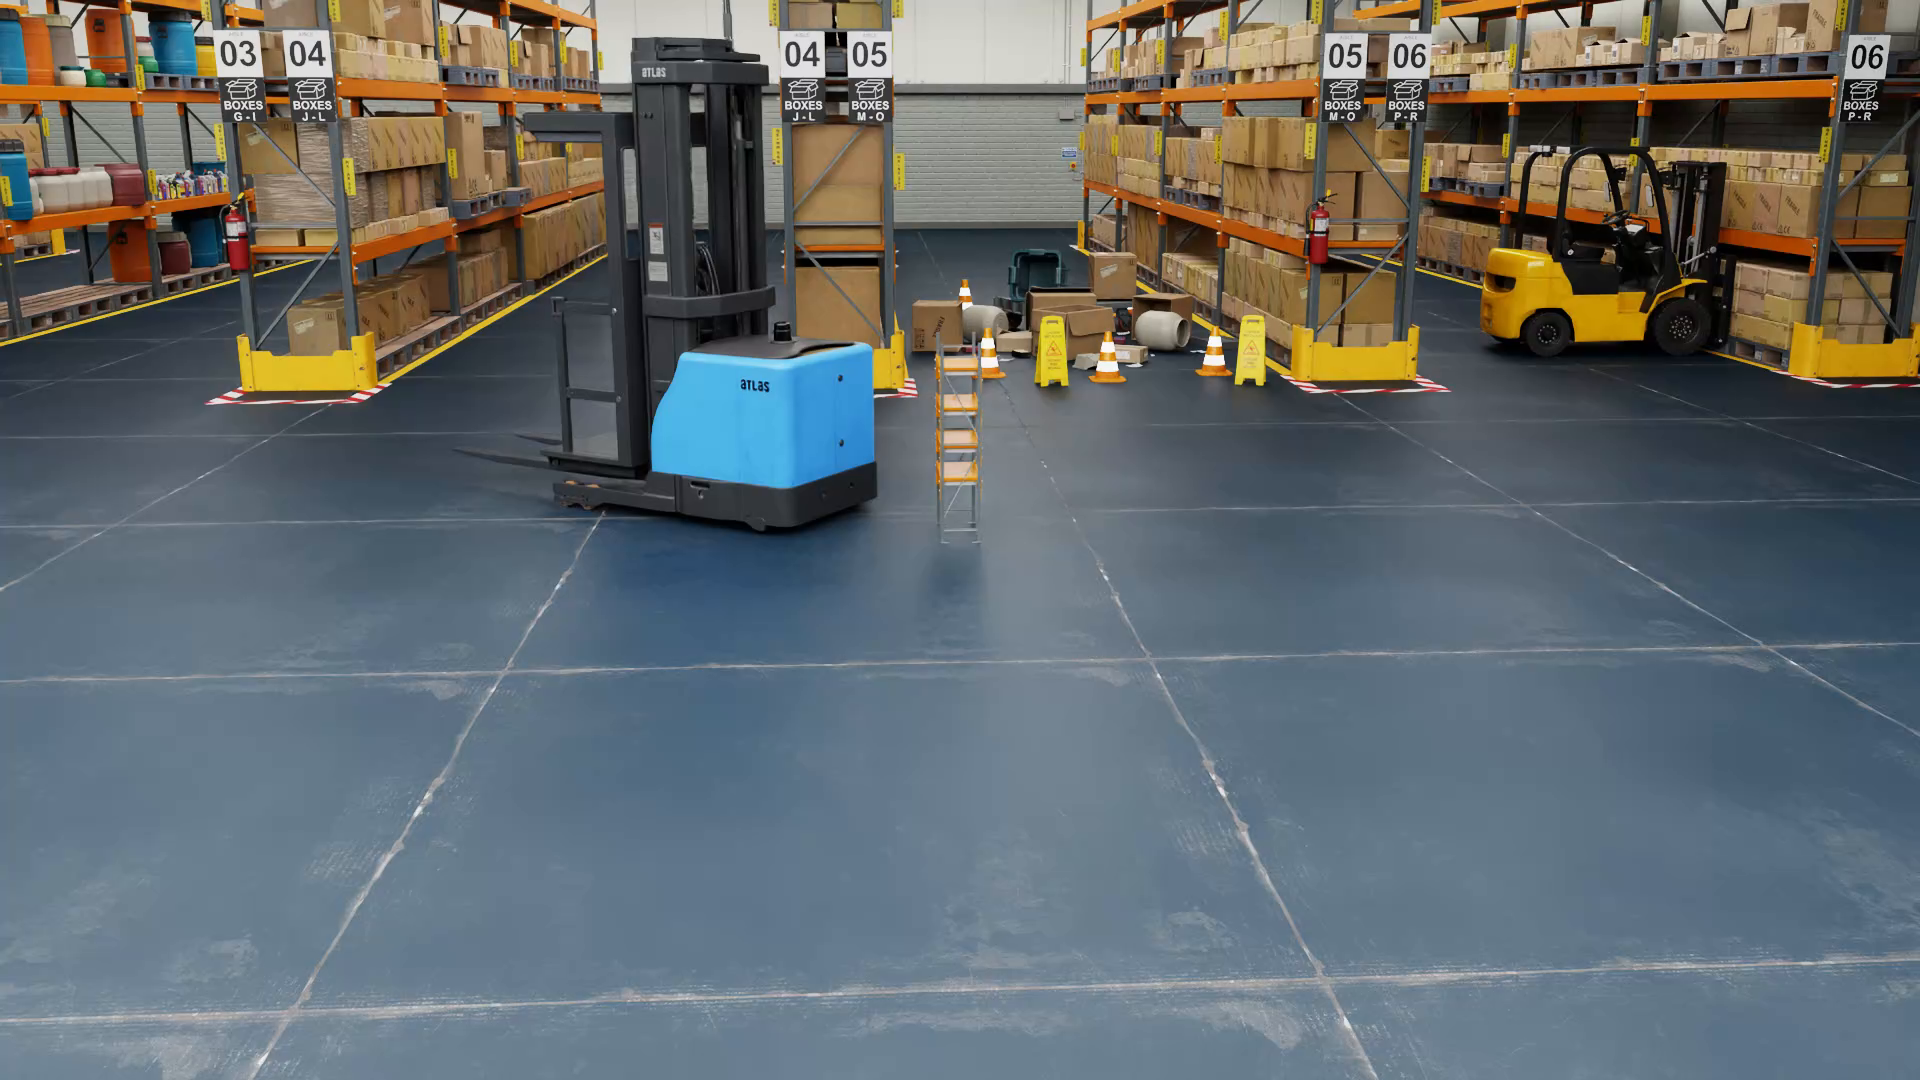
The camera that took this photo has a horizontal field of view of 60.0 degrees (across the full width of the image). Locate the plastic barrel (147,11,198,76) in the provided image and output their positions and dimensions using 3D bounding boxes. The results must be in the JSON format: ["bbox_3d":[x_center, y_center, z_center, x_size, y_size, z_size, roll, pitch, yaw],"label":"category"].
[{"bbox_3d":[-11.497,-7.242,24.285,0.600,0.901,0.708,-1,14,-3],"label":"plastic barrel"}]

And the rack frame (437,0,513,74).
[{"bbox_3d":[-6.564,-7.752,22.097,1.000,3.000,0.127,-1,14,-3],"label":"rack frame"}]

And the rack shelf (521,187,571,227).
[{"bbox_3d":[-6.688,-4.996,24.868,1.077,0.370,4.000,-1,14,-3],"label":"rack shelf"}]

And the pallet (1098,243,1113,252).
[{"bbox_3d":[3.031,-5.139,29.575,1.003,0.211,1.213,-1,14,-3],"label":"pallet"}]

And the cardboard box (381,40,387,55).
[{"bbox_3d":[-5.992,-4.953,16.737,0.380,0.149,0.250,-1,14,-5],"label":"cardboard box"}]

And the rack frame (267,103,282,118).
[{"bbox_3d":[-12.003,-6.760,30.280,1.000,3.000,0.127,-1,14,-3],"label":"rack frame"}]

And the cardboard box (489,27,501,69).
[{"bbox_3d":[-6.242,-6.348,21.455,0.500,0.500,0.500,-1,14,-4],"label":"cardboard box"}]

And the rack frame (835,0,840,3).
[{"bbox_3d":[-1.607,-7.804,22.297,1.000,3.000,0.127,-1,14,-3],"label":"rack frame"}]

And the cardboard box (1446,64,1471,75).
[{"bbox_3d":[7.727,-7.257,25.654,0.380,0.149,0.250,-1,14,-2],"label":"cardboard box"}]

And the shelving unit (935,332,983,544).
[{"bbox_3d":[-0.010,-0.622,10.037,0.258,1.200,0.503,-1,14,-3],"label":"shelving unit"}]

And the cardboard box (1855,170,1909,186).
[{"bbox_3d":[9.014,-3.539,16.258,0.380,0.149,0.250,-1,14,-5],"label":"cardboard box"}]

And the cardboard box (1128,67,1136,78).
[{"bbox_3d":[2.808,-7.218,25.665,0.380,0.166,0.250,-2,15,-7],"label":"cardboard box"}]

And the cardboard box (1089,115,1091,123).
[{"bbox_3d":[2.577,-7.744,30.595,0.380,0.149,0.250,-1,14,-2],"label":"cardboard box"}]

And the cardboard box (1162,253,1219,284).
[{"bbox_3d":[3.352,-3.790,23.168,0.950,0.372,0.625,-2,15,-7],"label":"cardboard box"}]

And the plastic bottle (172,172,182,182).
[{"bbox_3d":[-11.447,-5.208,24.347,0.144,0.351,0.185,-1,14,-3],"label":"plastic bottle"}]

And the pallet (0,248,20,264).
[{"bbox_3d":[-16.820,-4.814,28.314,1.003,0.211,1.213,-1,14,-3],"label":"pallet"}]

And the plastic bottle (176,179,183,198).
[{"bbox_3d":[-11.243,-5.056,23.914,0.097,0.271,0.097,0,14,0],"label":"plastic bottle"}]

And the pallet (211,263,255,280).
[{"bbox_3d":[-11.749,-4.222,26.013,1.003,0.211,1.213,-1,14,-3],"label":"pallet"}]

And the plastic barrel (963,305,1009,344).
[{"bbox_3d":[0.242,-2.397,18.495,0.512,0.421,0.421,10,18,35],"label":"plastic barrel"}]

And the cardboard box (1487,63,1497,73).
[{"bbox_3d":[7.972,-6.927,24.409,0.380,0.149,0.250,-1,14,-3],"label":"cardboard box"}]

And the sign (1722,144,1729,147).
[{"bbox_3d":[9.083,-4.549,19.792,0.100,0.325,0.005,-1,14,-3],"label":"sign"}]

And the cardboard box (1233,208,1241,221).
[{"bbox_3d":[3.342,-3.738,19.040,0.380,0.149,0.250,0,14,-2],"label":"cardboard box"}]

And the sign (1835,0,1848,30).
[{"bbox_3d":[8.234,-4.926,15.515,0.100,0.325,0.005,-1,14,-3],"label":"sign"}]

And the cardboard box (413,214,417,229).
[{"bbox_3d":[-5.982,-3.370,17.608,0.380,0.149,0.250,-1,14,-3],"label":"cardboard box"}]

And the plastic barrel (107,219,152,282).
[{"bbox_3d":[-11.555,-4.044,23.238,0.600,0.830,0.708,-1,14,-3],"label":"plastic barrel"}]

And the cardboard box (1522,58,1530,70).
[{"bbox_3d":[7.999,-6.577,22.976,0.380,0.166,0.250,-1,14,-4],"label":"cardboard box"}]

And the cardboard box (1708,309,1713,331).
[{"bbox_3d":[8.334,-2.449,18.200,0.500,0.250,0.500,0,14,-2],"label":"cardboard box"}]

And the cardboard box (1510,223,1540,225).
[{"bbox_3d":[8.550,-4.715,25.204,0.380,0.149,0.250,-2,15,-6],"label":"cardboard box"}]

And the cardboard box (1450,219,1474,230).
[{"bbox_3d":[7.933,-4.962,26.165,0.380,0.149,0.250,0,14,-1],"label":"cardboard box"}]

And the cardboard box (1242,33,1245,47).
[{"bbox_3d":[3.321,-5.509,18.302,0.380,0.149,0.250,-1,14,-5],"label":"cardboard box"}]

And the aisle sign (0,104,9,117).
[{"bbox_3d":[-17.245,-7.956,29.711,0.394,0.787,0.004,-1,14,-3],"label":"aisle sign"}]

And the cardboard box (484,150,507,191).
[{"bbox_3d":[-6.356,-4.828,21.727,0.700,0.500,0.500,1,14,5],"label":"cardboard box"}]

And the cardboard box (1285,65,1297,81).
[{"bbox_3d":[3.479,-4.679,16.677,0.380,0.149,0.250,-1,14,-4],"label":"cardboard box"}]

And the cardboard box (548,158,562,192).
[{"bbox_3d":[-6.487,-5.655,25.784,0.500,0.500,0.500,0,14,-2],"label":"cardboard box"}]

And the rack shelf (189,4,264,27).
[{"bbox_3d":[-11.879,-8.626,27.739,1.077,0.370,4.000,-1,14,-3],"label":"rack shelf"}]

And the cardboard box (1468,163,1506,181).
[{"bbox_3d":[7.892,-5.466,24.708,0.500,0.250,0.500,-2,15,-6],"label":"cardboard box"}]

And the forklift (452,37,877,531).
[{"bbox_3d":[-2.072,-1.720,10.829,3.031,2.935,1.130,8,17,29],"label":"forklift"}]

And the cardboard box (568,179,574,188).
[{"bbox_3d":[-6.498,-5.799,27.048,0.380,0.149,0.250,-1,14,-3],"label":"cardboard box"}]

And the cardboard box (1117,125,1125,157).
[{"bbox_3d":[2.819,-6.414,26.726,0.500,0.500,0.500,-1,14,-3],"label":"cardboard box"}]

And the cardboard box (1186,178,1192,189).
[{"bbox_3d":[3.206,-4.731,22.055,0.380,0.149,0.250,0,14,0],"label":"cardboard box"}]

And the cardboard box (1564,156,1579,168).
[{"bbox_3d":[8.083,-4.909,21.583,0.380,0.149,0.250,-1,14,-5],"label":"cardboard box"}]

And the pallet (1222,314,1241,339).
[{"bbox_3d":[3.652,-2.488,19.273,1.003,0.211,1.213,-1,14,-3],"label":"pallet"}]

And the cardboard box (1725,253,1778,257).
[{"bbox_3d":[8.817,-3.068,18.598,0.500,0.250,0.500,-1,14,-3],"label":"cardboard box"}]

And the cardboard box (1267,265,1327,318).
[{"bbox_3d":[3.477,-2.570,17.167,0.500,0.500,0.500,0,14,-1],"label":"cardboard box"}]

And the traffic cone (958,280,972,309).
[{"bbox_3d":[0.065,-3.032,20.881,0.336,0.463,0.334,-1,14,-3],"label":"traffic cone"}]

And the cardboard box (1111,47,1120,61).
[{"bbox_3d":[2.963,-8.084,28.156,0.797,0.503,0.637,0,14,1],"label":"cardboard box"}]

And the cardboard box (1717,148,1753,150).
[{"bbox_3d":[8.854,-4.386,18.954,0.380,0.149,0.250,-1,14,-4],"label":"cardboard box"}]

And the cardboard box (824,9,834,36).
[{"bbox_3d":[-1.451,-4.927,15.795,0.500,0.250,0.500,-1,14,-3],"label":"cardboard box"}]

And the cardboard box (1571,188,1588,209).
[{"bbox_3d":[8.199,-4.380,21.332,0.500,0.250,0.500,-1,14,-3],"label":"cardboard box"}]

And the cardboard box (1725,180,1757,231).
[{"bbox_3d":[8.429,-3.511,17.453,0.500,0.500,0.500,-1,14,-4],"label":"cardboard box"}]

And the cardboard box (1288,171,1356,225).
[{"bbox_3d":[3.514,-3.334,16.165,0.500,0.500,0.500,-1,14,-4],"label":"cardboard box"}]

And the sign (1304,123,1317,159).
[{"bbox_3d":[3.267,-3.721,15.509,0.100,0.325,0.005,-1,14,-3],"label":"sign"}]

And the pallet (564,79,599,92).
[{"bbox_3d":[-7.003,-8.062,29.498,1.003,0.211,1.213,-1,14,-3],"label":"pallet"}]

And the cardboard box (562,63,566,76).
[{"bbox_3d":[-6.949,-7.922,27.533,0.700,0.500,0.500,0,14,-1],"label":"cardboard box"}]
